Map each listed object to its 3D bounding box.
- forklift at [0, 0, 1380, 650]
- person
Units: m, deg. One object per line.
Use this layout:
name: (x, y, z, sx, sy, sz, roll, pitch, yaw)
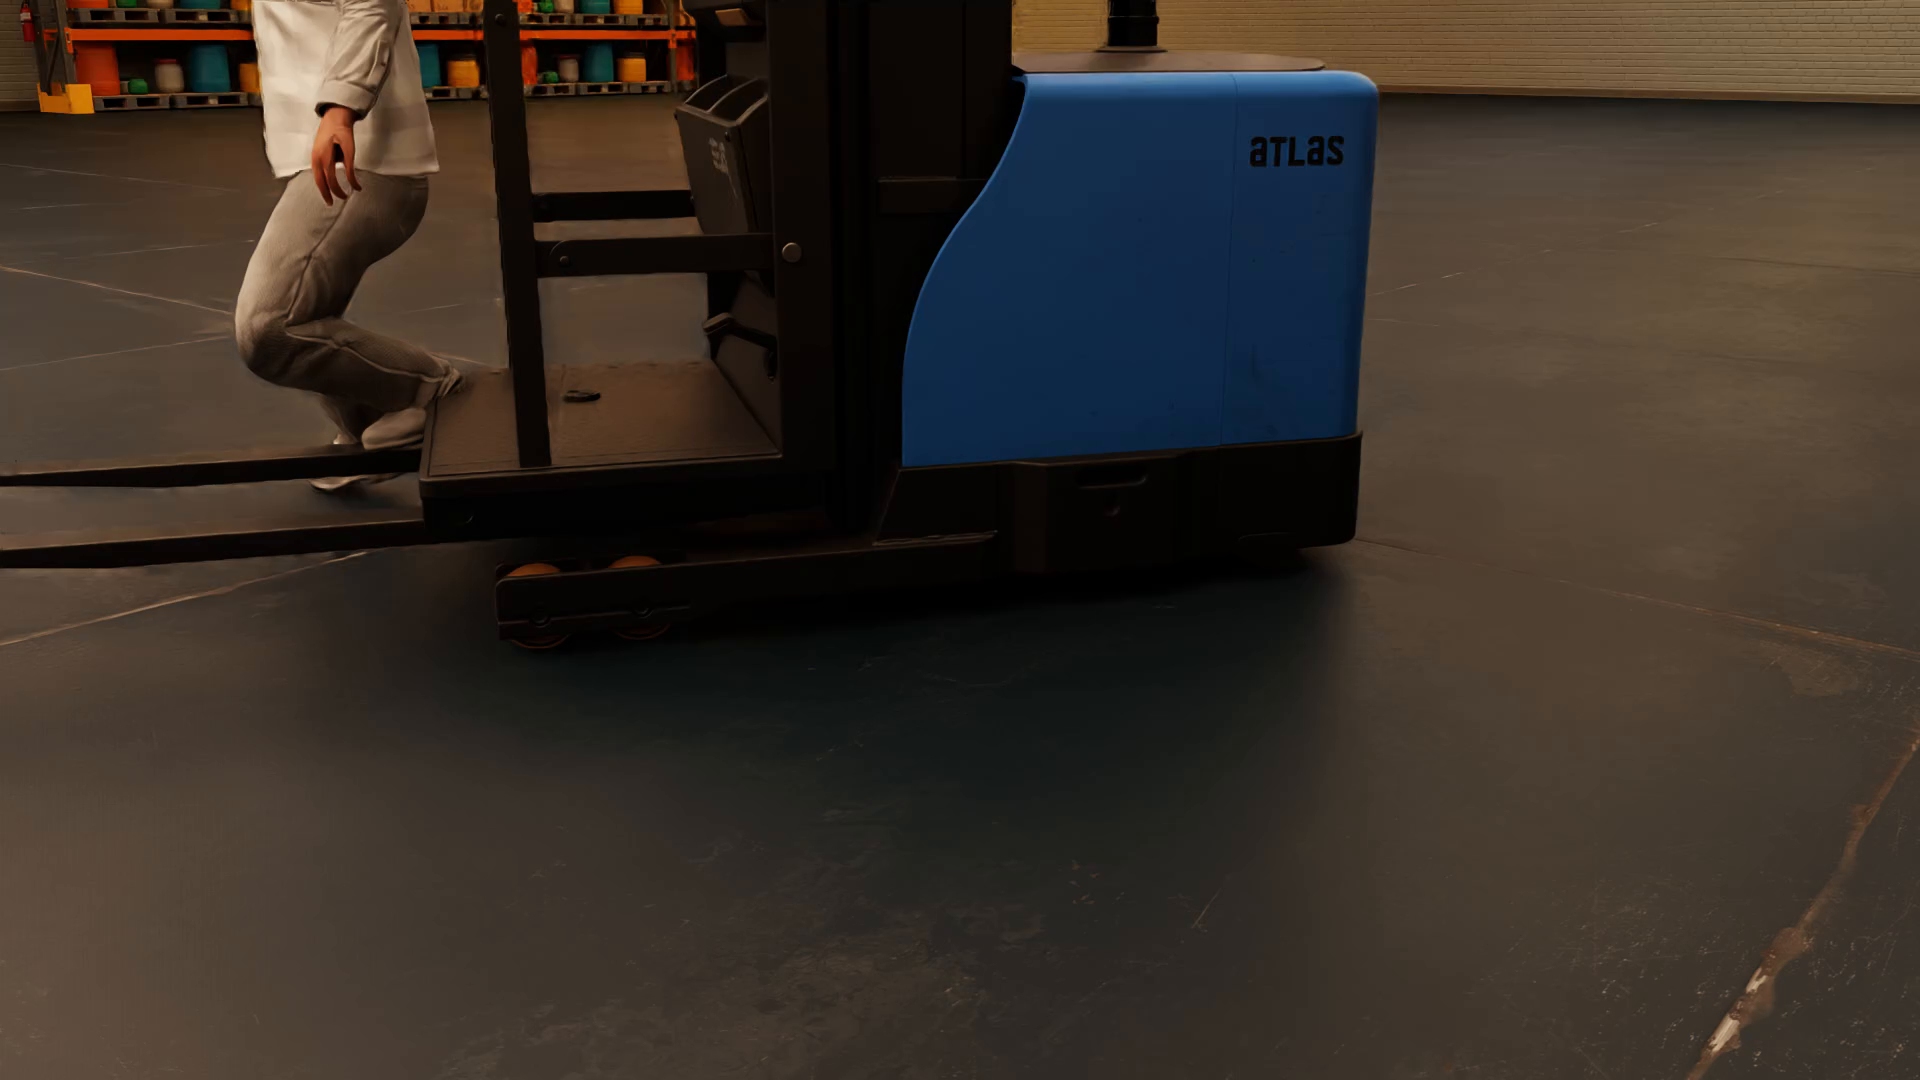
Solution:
forklift: (-0.686, -1.358, 3.370, 3.031, 2.935, 1.130, -5, 17, -15)
person: (-1.432, -0.837, 3.753, 0.486, 1.697, 1.043, -8, 19, -25)
